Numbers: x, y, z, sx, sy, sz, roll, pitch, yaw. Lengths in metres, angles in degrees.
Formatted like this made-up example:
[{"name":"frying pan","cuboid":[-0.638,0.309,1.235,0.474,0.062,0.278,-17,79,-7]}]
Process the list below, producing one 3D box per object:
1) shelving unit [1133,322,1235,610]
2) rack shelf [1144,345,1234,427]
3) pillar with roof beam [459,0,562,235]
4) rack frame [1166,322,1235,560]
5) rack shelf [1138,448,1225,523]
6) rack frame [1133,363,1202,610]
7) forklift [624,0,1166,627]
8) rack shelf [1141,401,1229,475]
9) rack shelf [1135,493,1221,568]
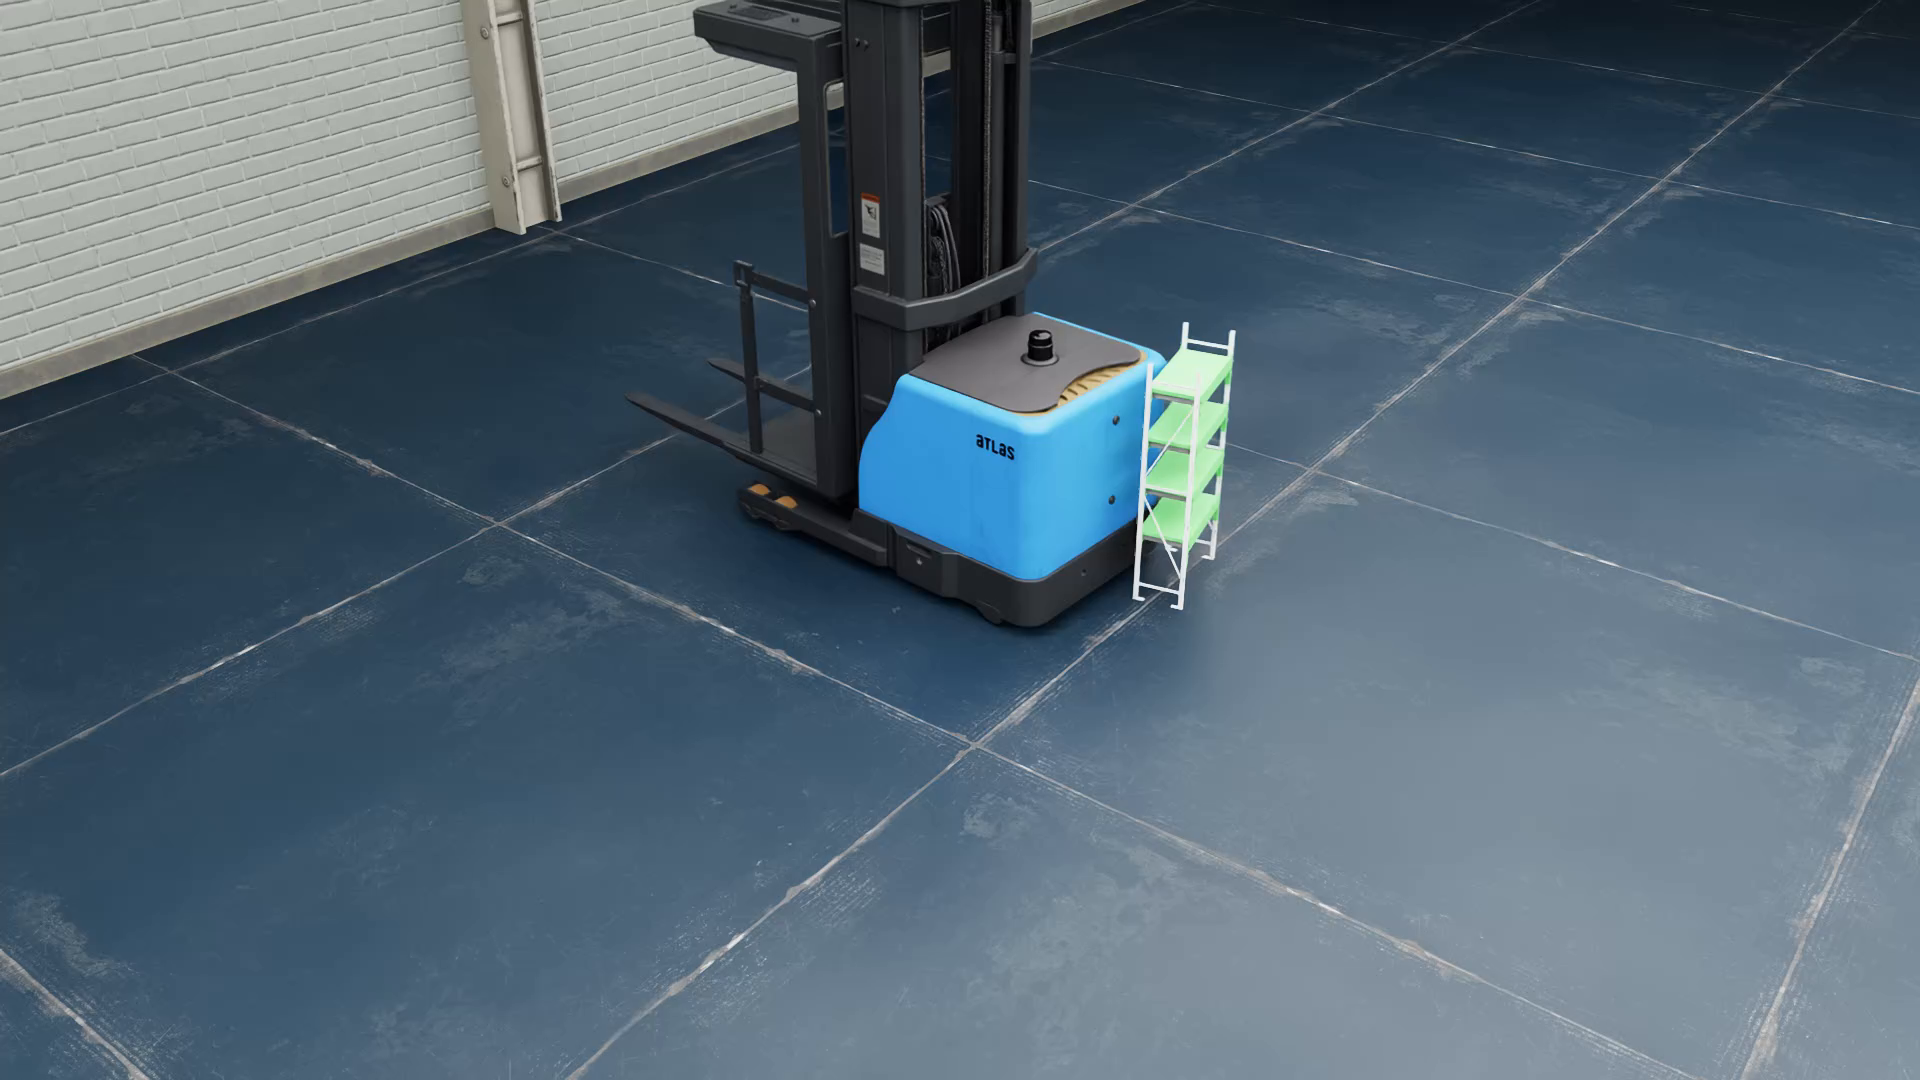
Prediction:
[{"name":"shelving unit","cuboid":[1.024,-0.334,7.636,0.258,1.200,0.503,13,33,21]},{"name":"rack shelf","cuboid":[1.025,-0.692,7.424,0.258,0.148,0.480,13,33,21]},{"name":"pillar with roof beam","cuboid":[0.271,-4.867,7.636,9.100,9.000,0.400,21,37,31]},{"name":"rack frame","cuboid":[1.127,-0.447,7.827,0.240,1.200,0.015,13,33,21]},{"name":"rack shelf","cuboid":[1.024,-0.279,7.669,0.258,0.148,0.480,13,33,21]},{"name":"rack frame","cuboid":[0.922,-0.221,7.446,0.240,1.200,0.015,13,33,21]},{"name":"forklift","cuboid":[-0.487,-1.492,7.893,3.031,2.935,1.130,24,38,34]},{"name":"rack shelf","cuboid":[1.024,-0.485,7.546,0.258,0.148,0.480,13,33,21]},{"name":"rack shelf","cuboid":[1.024,-0.072,7.791,0.258,0.148,0.480,13,33,21]}]
